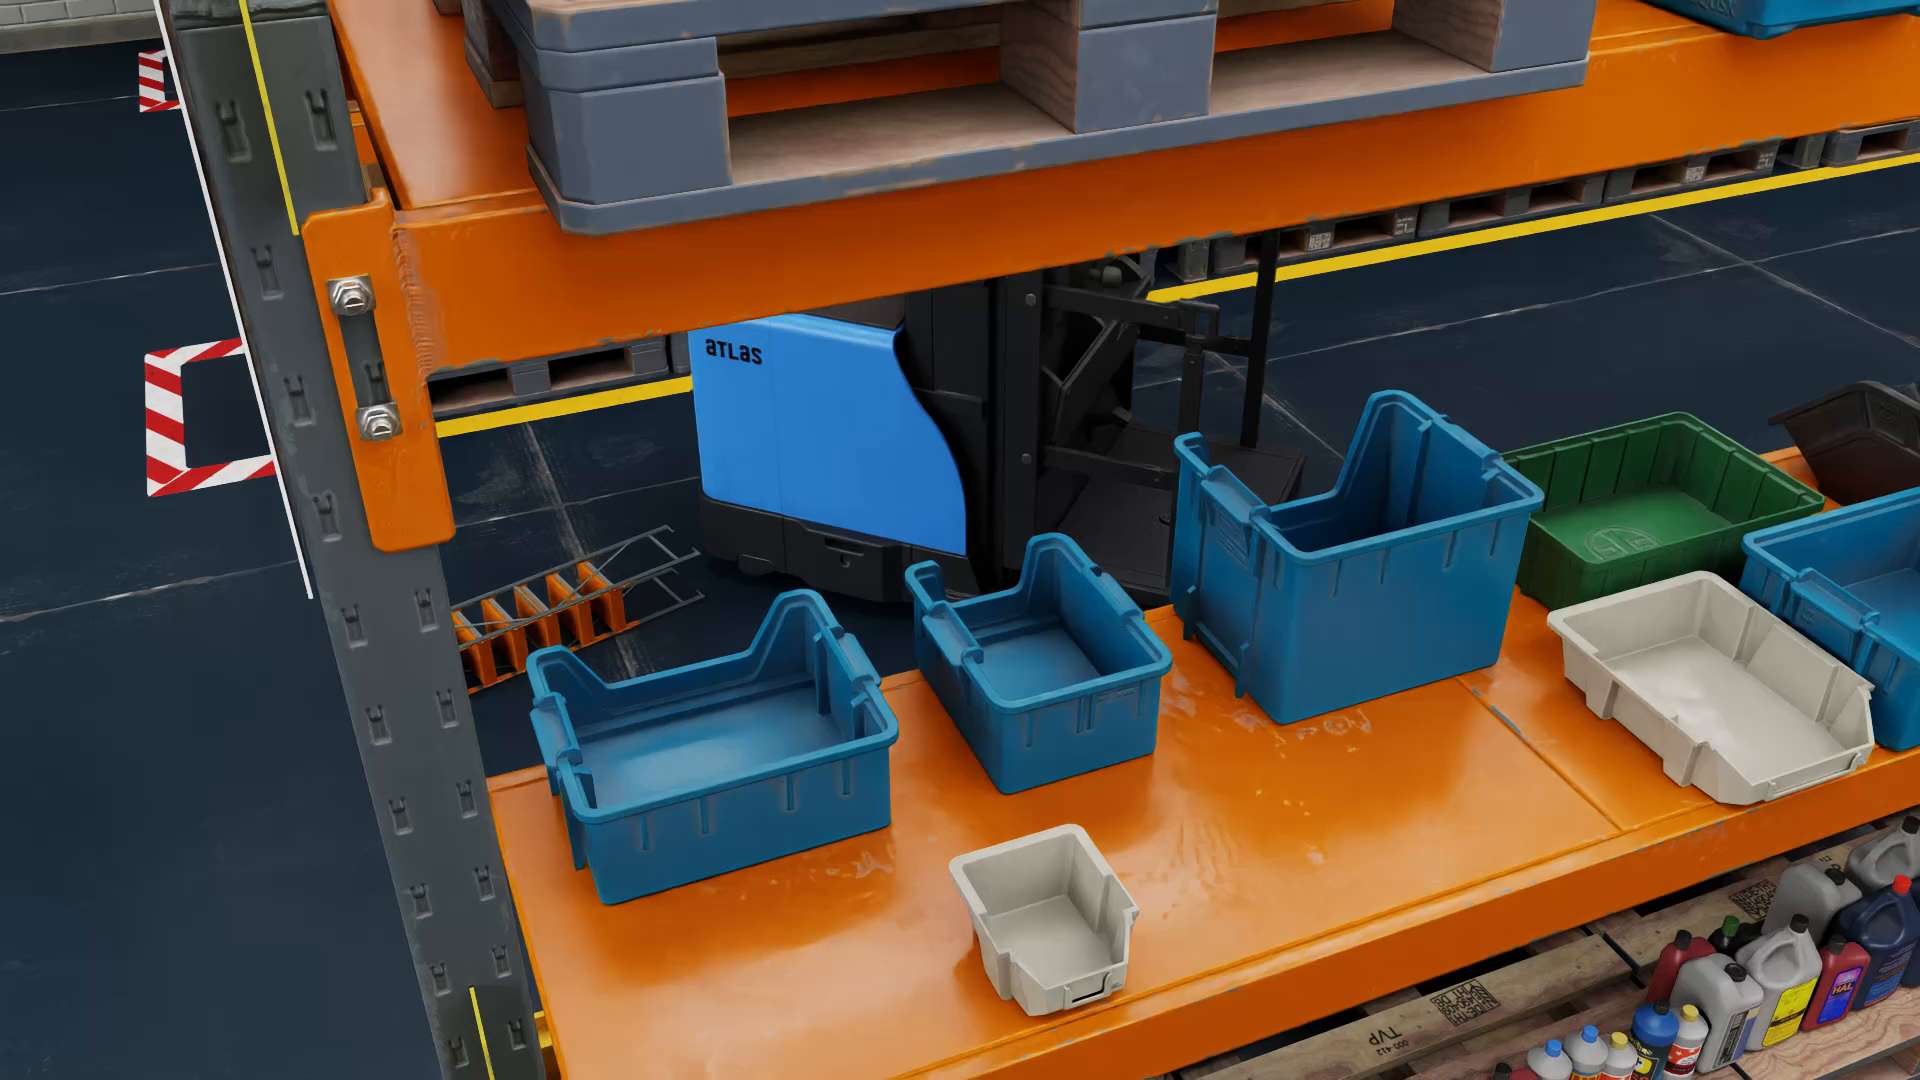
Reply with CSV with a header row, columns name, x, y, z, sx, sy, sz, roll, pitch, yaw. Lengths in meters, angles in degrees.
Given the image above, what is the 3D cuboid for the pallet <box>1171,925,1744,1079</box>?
name,x,y,z,sx,sy,sz,roll,pitch,yaw
pallet,1.123,1.264,4.113,1.213,0.211,1.003,-13,35,-19

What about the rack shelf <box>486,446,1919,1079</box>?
name,x,y,z,sx,sy,sz,roll,pitch,yaw
rack shelf,1.040,0.439,3.485,4.000,0.370,1.077,-13,35,-19

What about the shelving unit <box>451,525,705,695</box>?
name,x,y,z,sx,sy,sz,roll,pitch,yaw
shelving unit,-1.453,0.278,5.645,1.200,0.189,0.258,-23,40,-31

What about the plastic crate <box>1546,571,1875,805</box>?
name,x,y,z,sx,sy,sz,roll,pitch,yaw
plastic crate,1.485,0.296,3.287,0.437,0.136,0.530,-13,35,-19

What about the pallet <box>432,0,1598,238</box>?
name,x,y,z,sx,sy,sz,roll,pitch,yaw
pallet,-0.003,-0.744,2.066,1.213,0.211,1.003,-13,35,-19

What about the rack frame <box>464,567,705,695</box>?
name,x,y,z,sx,sy,sz,roll,pitch,yaw
rack frame,-1.453,0.355,5.695,1.200,0.006,0.240,-23,40,-31

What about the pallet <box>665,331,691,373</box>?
name,x,y,z,sx,sy,sz,roll,pitch,yaw
pallet,-0.906,-1.201,7.903,1.213,0.211,1.003,-13,35,-19

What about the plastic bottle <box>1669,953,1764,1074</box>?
name,x,y,z,sx,sy,sz,roll,pitch,yaw
plastic bottle,1.776,1.094,3.912,0.135,0.276,0.152,-12,35,-18

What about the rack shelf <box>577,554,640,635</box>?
name,x,y,z,sx,sy,sz,roll,pitch,yaw
rack shelf,-1.230,0.182,5.793,0.103,0.180,0.258,-23,40,-31

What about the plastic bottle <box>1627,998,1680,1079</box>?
name,x,y,z,sx,sy,sz,roll,pitch,yaw
plastic bottle,1.584,1.156,3.821,0.097,0.271,0.097,0,33,0

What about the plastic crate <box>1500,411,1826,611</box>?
name,x,y,z,sx,sy,sz,roll,pitch,yaw
plastic crate,1.524,-0.051,3.773,0.662,0.188,0.450,-13,35,-19

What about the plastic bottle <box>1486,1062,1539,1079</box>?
name,x,y,z,sx,sy,sz,roll,pitch,yaw
plastic bottle,1.205,1.249,3.667,0.133,0.283,0.061,-12,35,-18

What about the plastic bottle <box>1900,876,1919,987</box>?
name,x,y,z,sx,sy,sz,roll,pitch,yaw
plastic bottle,2.402,0.922,4.108,0.185,0.351,0.144,-14,36,-20

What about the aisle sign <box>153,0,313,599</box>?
name,x,y,z,sx,sy,sz,roll,pitch,yaw
aisle sign,-0.757,-0.368,1.681,0.004,0.787,0.394,-13,35,-19

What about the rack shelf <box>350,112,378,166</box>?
name,x,y,z,sx,sy,sz,roll,pitch,yaw
rack shelf,-0.874,-2.053,7.314,4.000,0.370,1.077,-13,35,-19

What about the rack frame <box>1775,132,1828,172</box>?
name,x,y,z,sx,sy,sz,roll,pitch,yaw
rack frame,4.659,-3.621,9.065,0.127,3.000,1.000,-13,35,-19

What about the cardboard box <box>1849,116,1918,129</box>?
name,x,y,z,sx,sy,sz,roll,pitch,yaw
cardboard box,5.189,-2.710,9.553,0.500,0.500,0.500,-11,35,-17

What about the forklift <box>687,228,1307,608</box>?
name,x,y,z,sx,sy,sz,roll,pitch,yaw
forklift,0.631,-1.079,5.221,3.031,2.935,1.130,12,35,18

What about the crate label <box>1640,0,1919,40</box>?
name,x,y,z,sx,sy,sz,roll,pitch,yaw
crate label,1.050,-0.864,2.214,0.408,0.251,0.502,-13,35,-19

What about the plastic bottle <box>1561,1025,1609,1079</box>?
name,x,y,z,sx,sy,sz,roll,pitch,yaw
plastic bottle,1.397,1.199,3.755,0.097,0.271,0.097,0,33,0

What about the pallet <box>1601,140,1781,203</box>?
name,x,y,z,sx,sy,sz,roll,pitch,yaw
pallet,3.884,-2.298,9.588,1.213,0.211,1.003,-13,35,-19

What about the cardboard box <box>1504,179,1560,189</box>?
name,x,y,z,sx,sy,sz,roll,pitch,yaw
cardboard box,2.856,-2.086,8.841,0.500,0.250,0.500,-12,35,-18

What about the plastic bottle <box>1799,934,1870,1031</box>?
name,x,y,z,sx,sy,sz,roll,pitch,yaw
plastic bottle,2.091,1.046,3.979,0.133,0.283,0.061,-11,35,-16

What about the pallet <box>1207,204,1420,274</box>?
name,x,y,z,sx,sy,sz,roll,pitch,yaw
pallet,1.635,-1.783,8.797,1.213,0.211,1.003,-13,35,-19

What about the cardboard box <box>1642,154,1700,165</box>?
name,x,y,z,sx,sy,sz,roll,pitch,yaw
cardboard box,3.794,-2.300,9.171,0.500,0.250,0.500,-13,35,-19

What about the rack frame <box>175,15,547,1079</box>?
name,x,y,z,sx,sy,sz,roll,pitch,yaw
rack frame,-0.804,0.560,2.640,0.127,3.000,1.000,-13,35,-19

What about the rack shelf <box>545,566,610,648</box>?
name,x,y,z,sx,sy,sz,roll,pitch,yaw
rack shelf,-1.324,0.222,5.731,0.103,0.180,0.258,-23,40,-31

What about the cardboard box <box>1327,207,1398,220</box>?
name,x,y,z,sx,sy,sz,roll,pitch,yaw
cardboard box,1.910,-1.868,8.506,0.500,0.250,0.500,-12,35,-18

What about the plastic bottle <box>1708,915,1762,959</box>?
name,x,y,z,sx,sy,sz,roll,pitch,yaw
plastic bottle,1.864,1.013,4.030,0.133,0.283,0.061,-13,35,-19

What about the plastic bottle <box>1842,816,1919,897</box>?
name,x,y,z,sx,sy,sz,roll,pitch,yaw
plastic bottle,2.346,0.849,4.220,0.185,0.351,0.144,-13,35,-19

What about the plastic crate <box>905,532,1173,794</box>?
name,x,y,z,sx,sy,sz,roll,pitch,yaw
plastic crate,0.143,0.232,3.280,0.408,0.251,0.499,-13,35,-19

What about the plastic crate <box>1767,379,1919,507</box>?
name,x,y,z,sx,sy,sz,roll,pitch,yaw
plastic crate,2.353,-0.212,3.883,0.504,0.338,0.767,-13,35,-19

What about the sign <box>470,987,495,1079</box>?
name,x,y,z,sx,sy,sz,roll,pitch,yaw
sign,-0.595,0.721,2.138,0.005,0.325,0.100,-13,35,-19

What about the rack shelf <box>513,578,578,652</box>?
name,x,y,z,sx,sy,sz,roll,pitch,yaw
rack shelf,-1.418,0.263,5.668,0.103,0.180,0.258,-23,40,-31

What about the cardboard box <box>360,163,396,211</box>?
name,x,y,z,sx,sy,sz,roll,pitch,yaw
cardboard box,-2.338,-1.533,7.304,0.500,0.500,0.500,-13,35,-19
